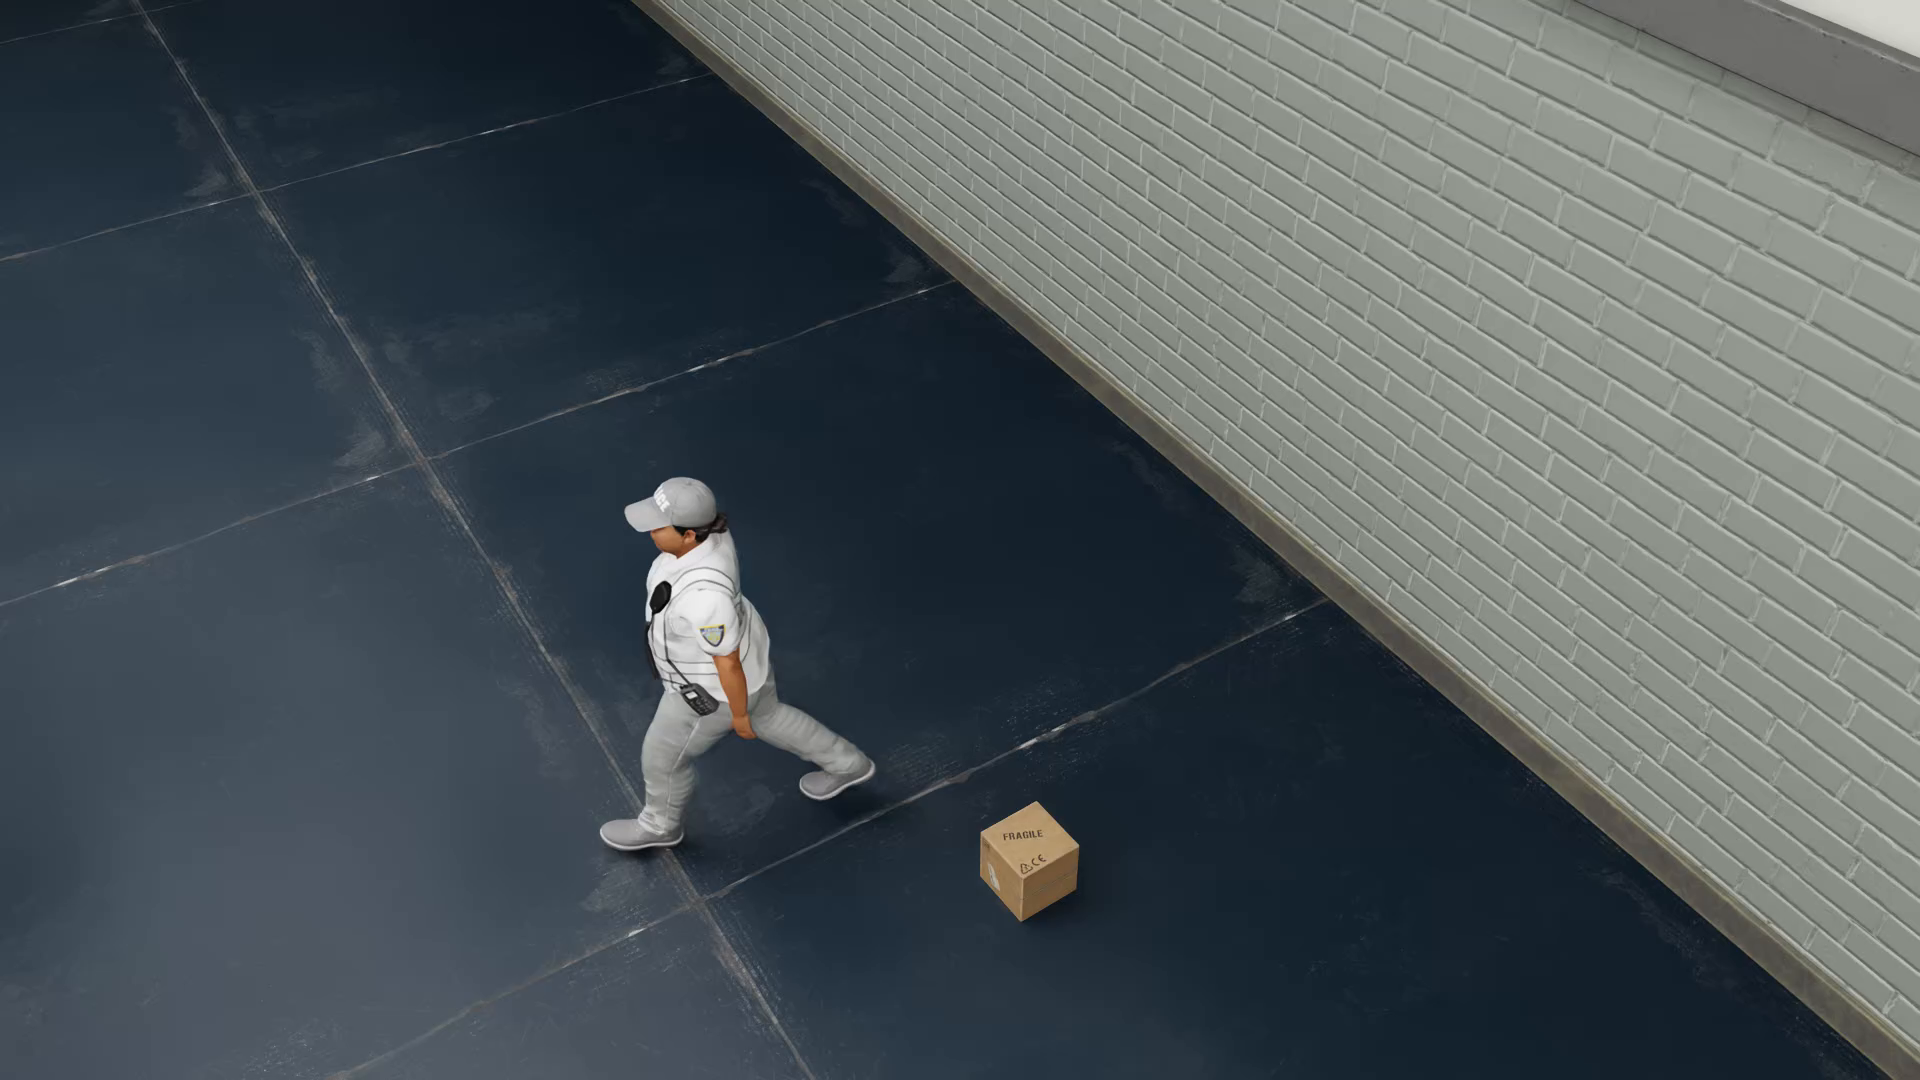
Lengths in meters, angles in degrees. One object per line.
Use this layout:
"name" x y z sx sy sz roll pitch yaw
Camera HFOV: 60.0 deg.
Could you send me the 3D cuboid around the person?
"person" -0.813 0.432 5.667 1.012 1.616 0.479 -1 41 -1
